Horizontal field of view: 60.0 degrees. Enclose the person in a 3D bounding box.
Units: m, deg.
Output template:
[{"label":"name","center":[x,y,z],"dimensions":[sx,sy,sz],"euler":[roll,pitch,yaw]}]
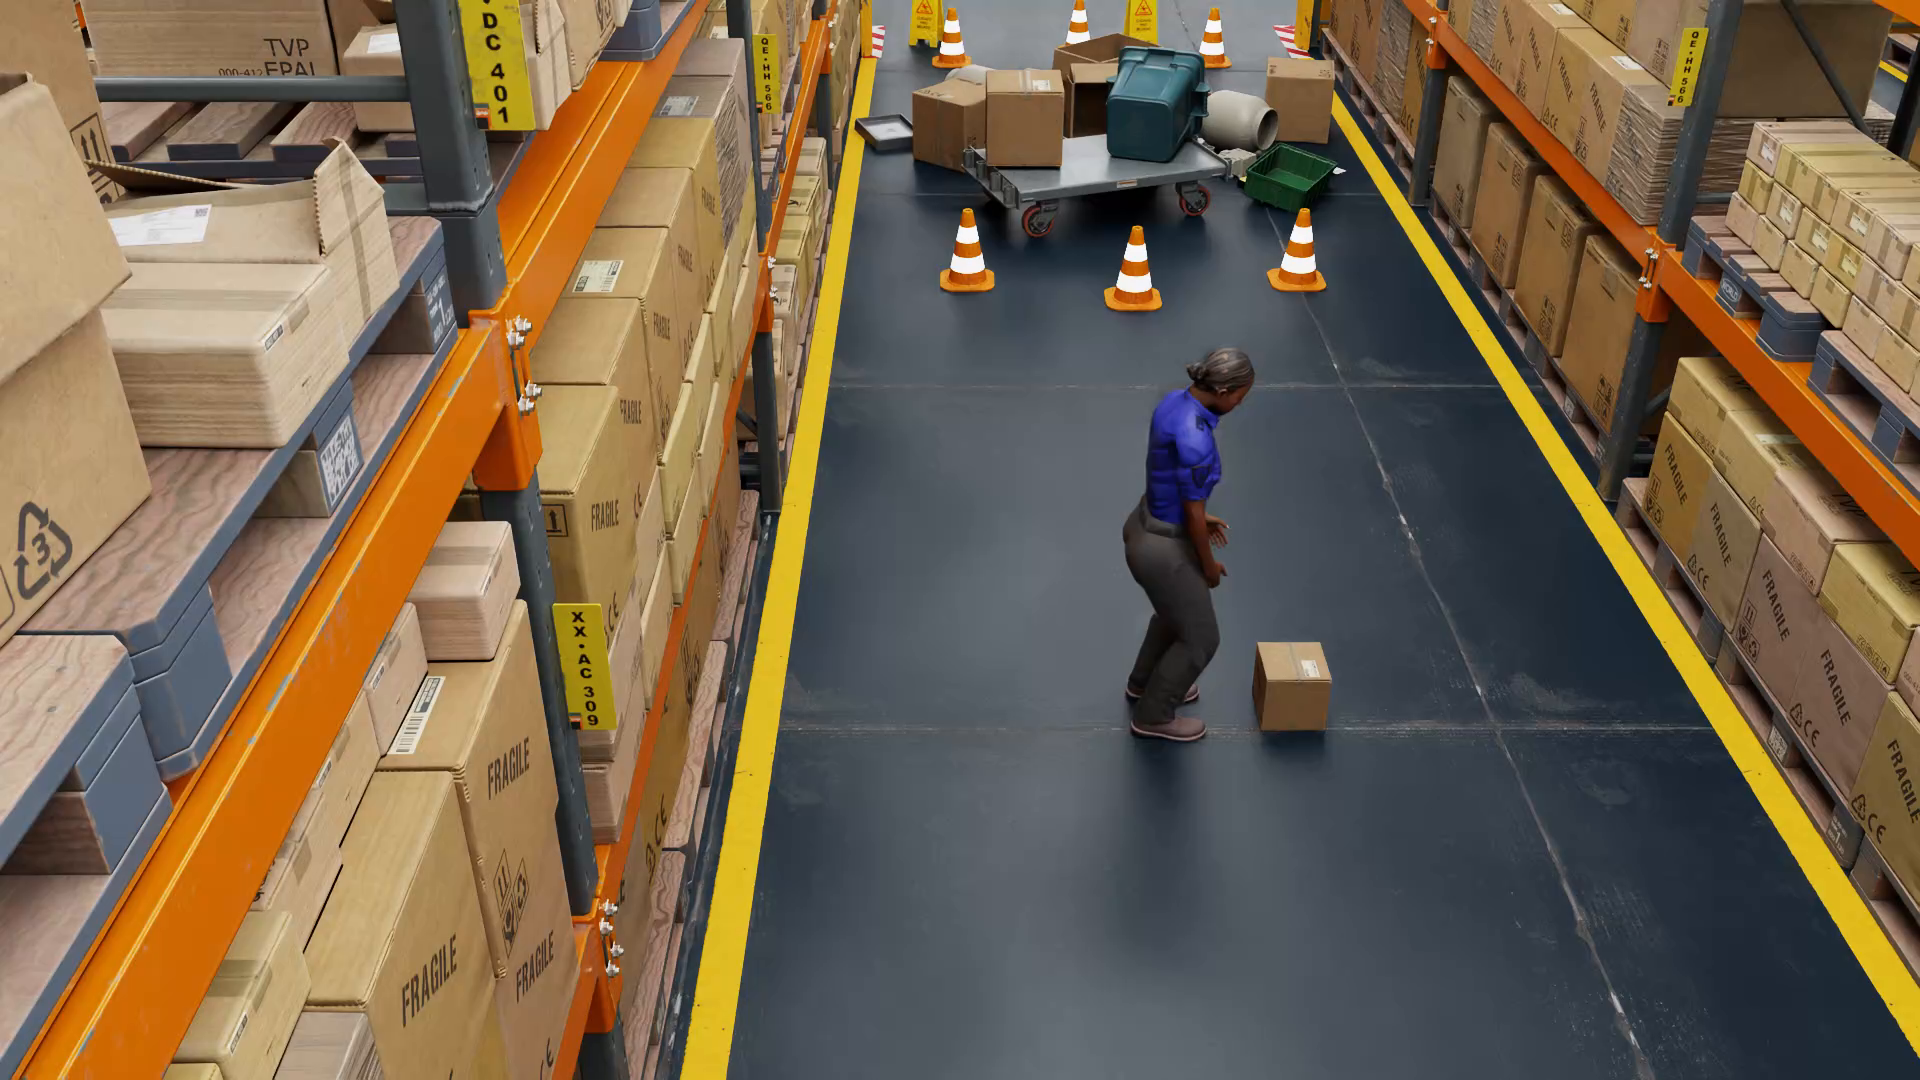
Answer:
[{"label":"person","center":[0.823,0.007,6.221],"dimensions":[0.430,1.575,0.469],"euler":[1,32,1]}]
